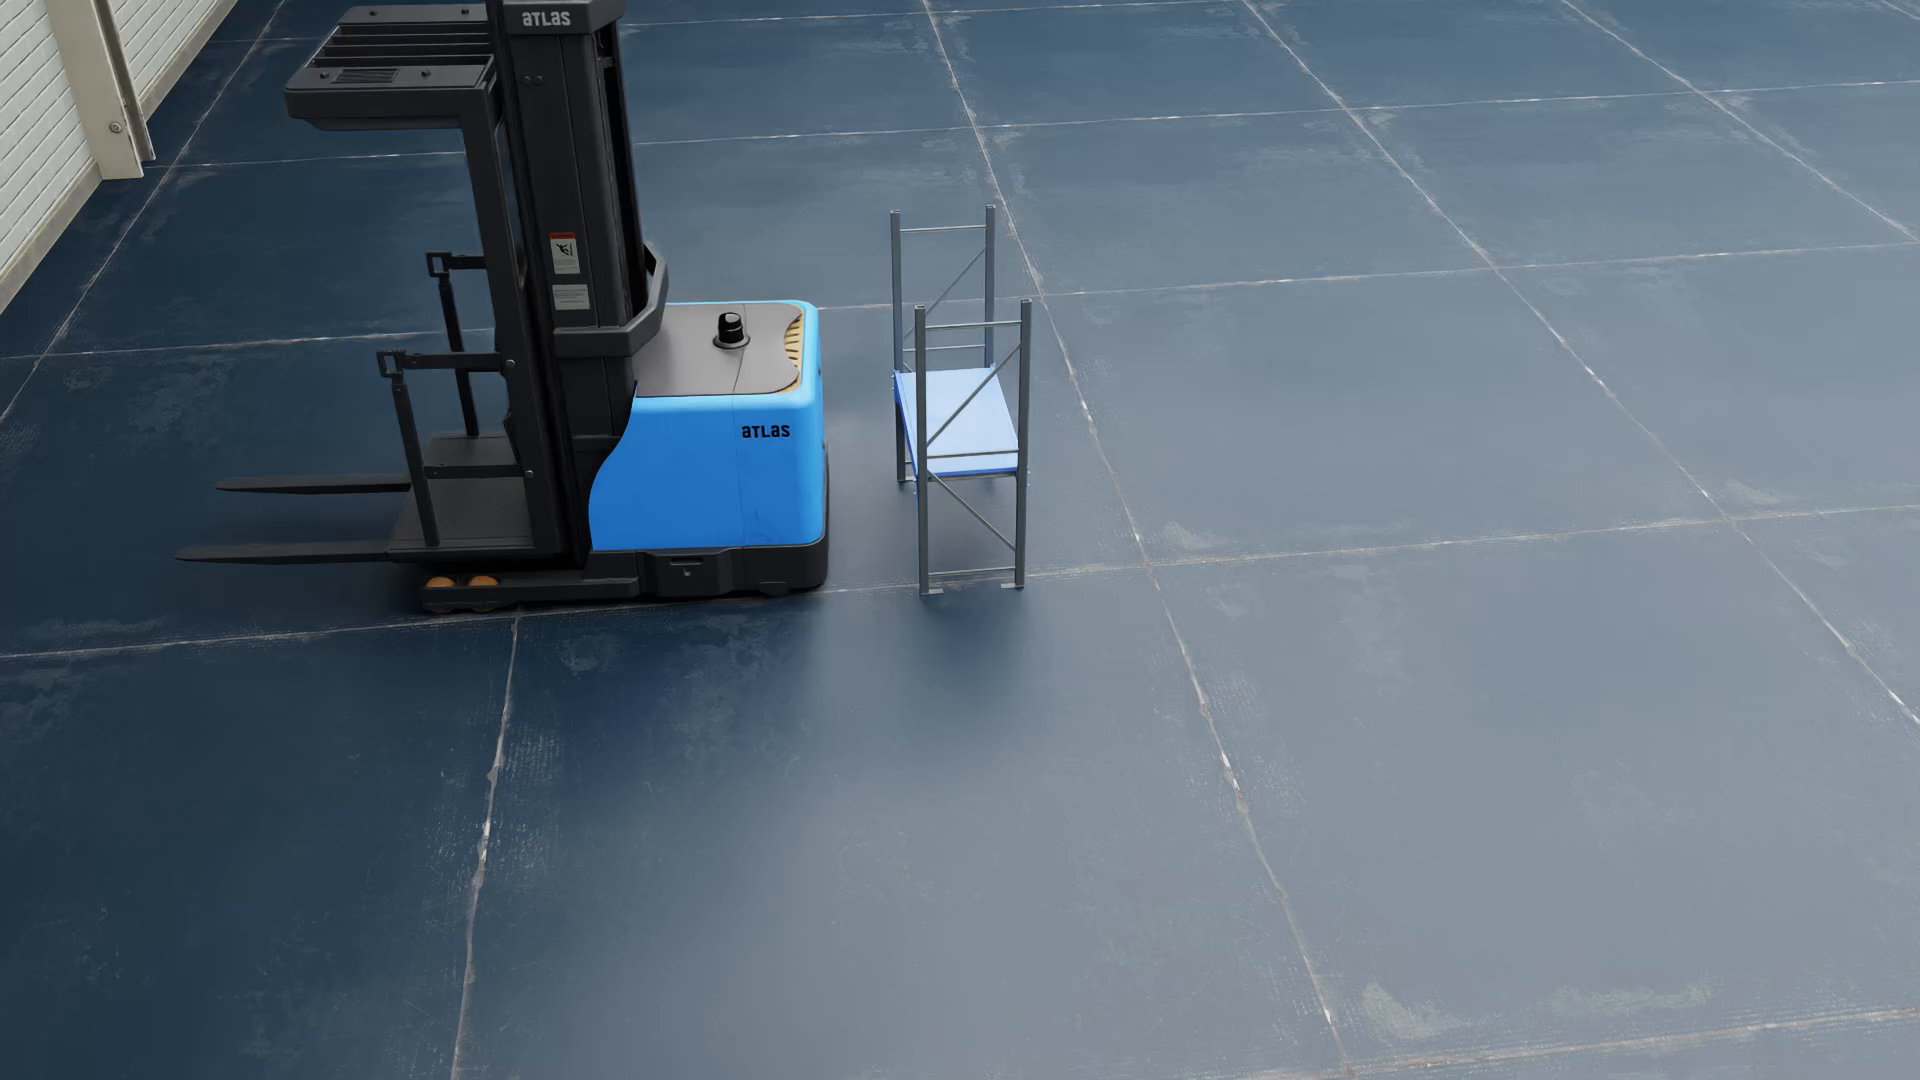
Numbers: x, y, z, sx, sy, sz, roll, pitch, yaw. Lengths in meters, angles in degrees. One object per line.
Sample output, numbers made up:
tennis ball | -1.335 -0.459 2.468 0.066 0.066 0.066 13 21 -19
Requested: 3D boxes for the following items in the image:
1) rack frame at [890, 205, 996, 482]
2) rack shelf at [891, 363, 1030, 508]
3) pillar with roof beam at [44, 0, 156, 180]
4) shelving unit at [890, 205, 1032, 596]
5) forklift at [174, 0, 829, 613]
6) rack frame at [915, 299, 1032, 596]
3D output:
rack frame | -0.080 -0.951 8.314 0.500 1.500 0.032 -4 35 -6
rack shelf | -0.011 -0.519 7.999 0.538 0.185 1.000 -4 35 -6
pillar with roof beam | -1.882 -6.788 10.219 9.100 9.000 0.400 -4 35 -6
shelving unit | -0.011 -0.667 7.897 0.538 1.500 1.048 -4 35 -6
forklift | -2.163 -1.178 7.376 3.031 2.935 1.130 -2 34 -3
rack frame | 0.057 -0.384 7.481 0.500 1.500 0.032 -4 35 -6
